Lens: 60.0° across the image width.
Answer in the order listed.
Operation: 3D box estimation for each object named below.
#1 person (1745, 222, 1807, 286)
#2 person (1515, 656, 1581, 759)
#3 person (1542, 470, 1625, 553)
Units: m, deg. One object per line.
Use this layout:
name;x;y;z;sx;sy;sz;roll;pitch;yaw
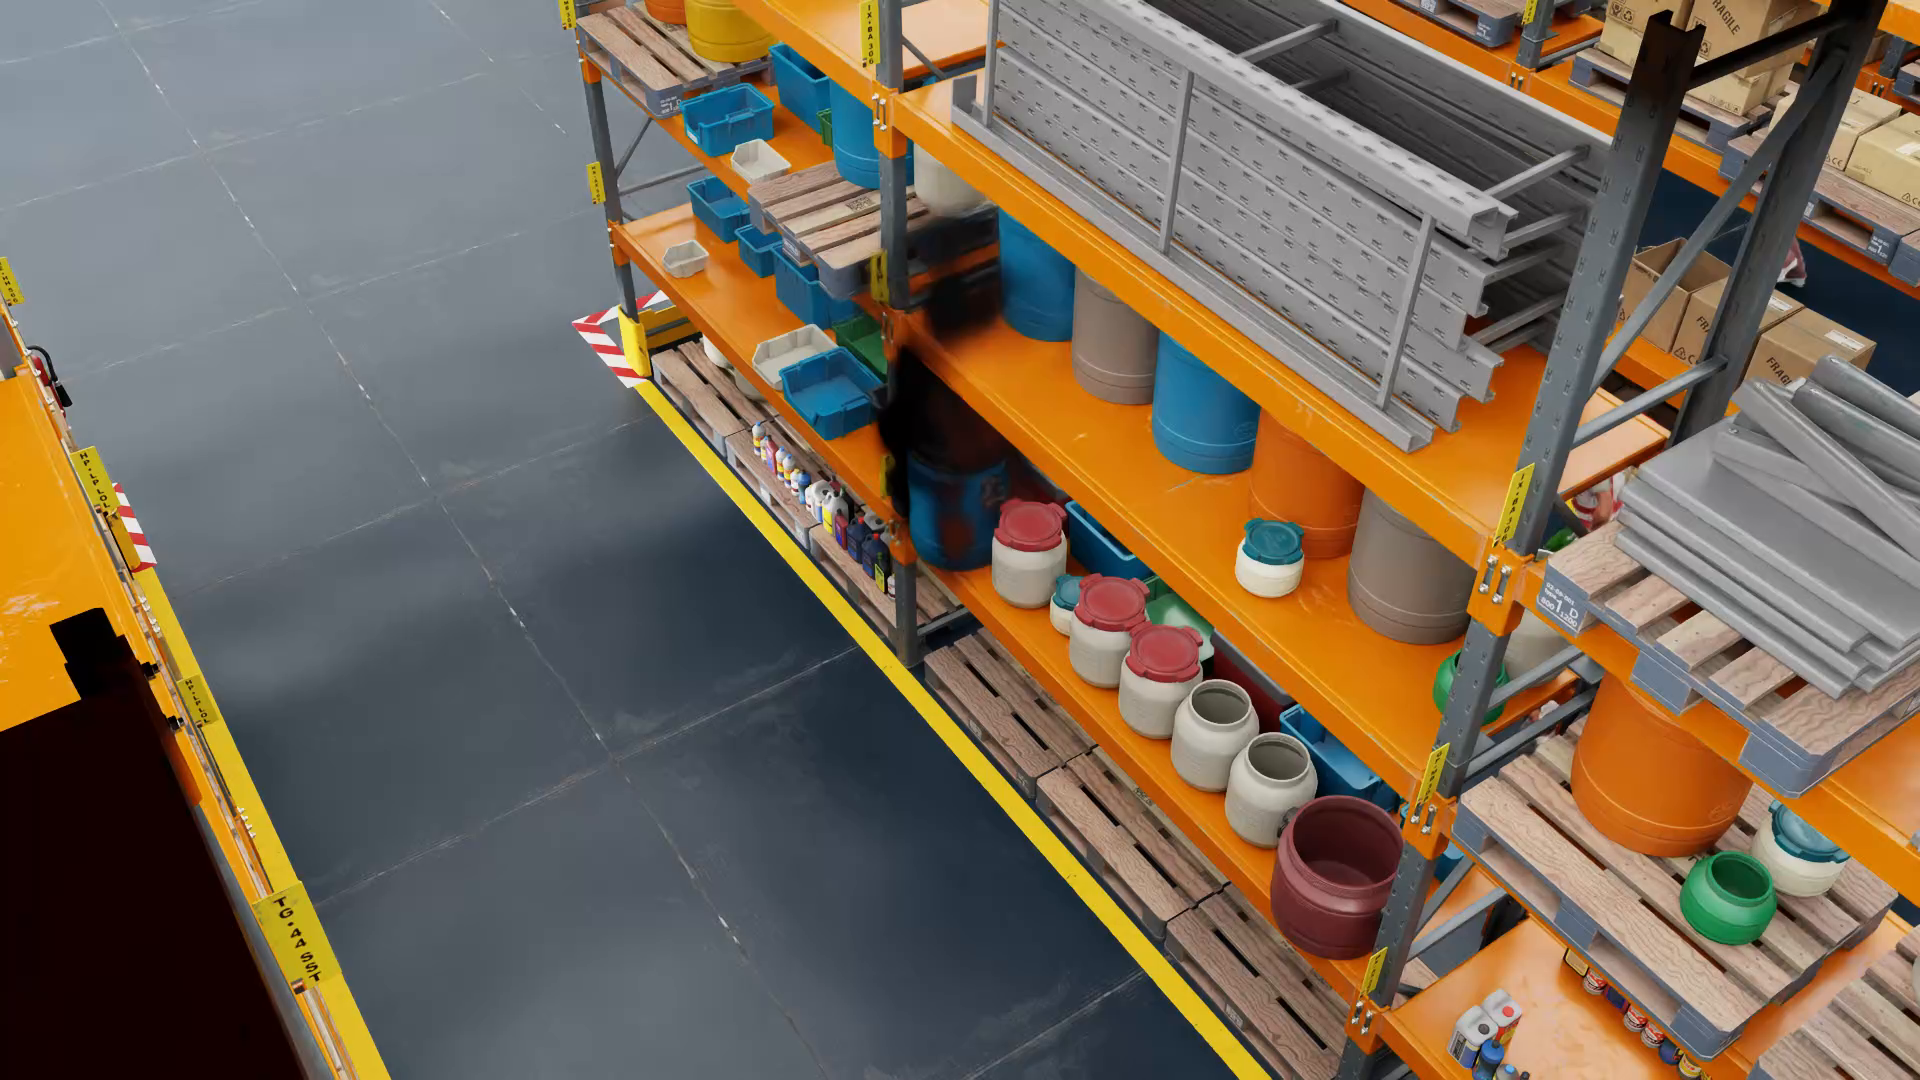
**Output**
person;6.793;-2.837;13.688;0.788;1.560;0.591;16;45;17
person;3.344;1.016;9.191;0.700;1.713;0.630;-22;47;-22
person;3.838;-0.149;10.262;0.797;1.684;0.695;24;48;24
